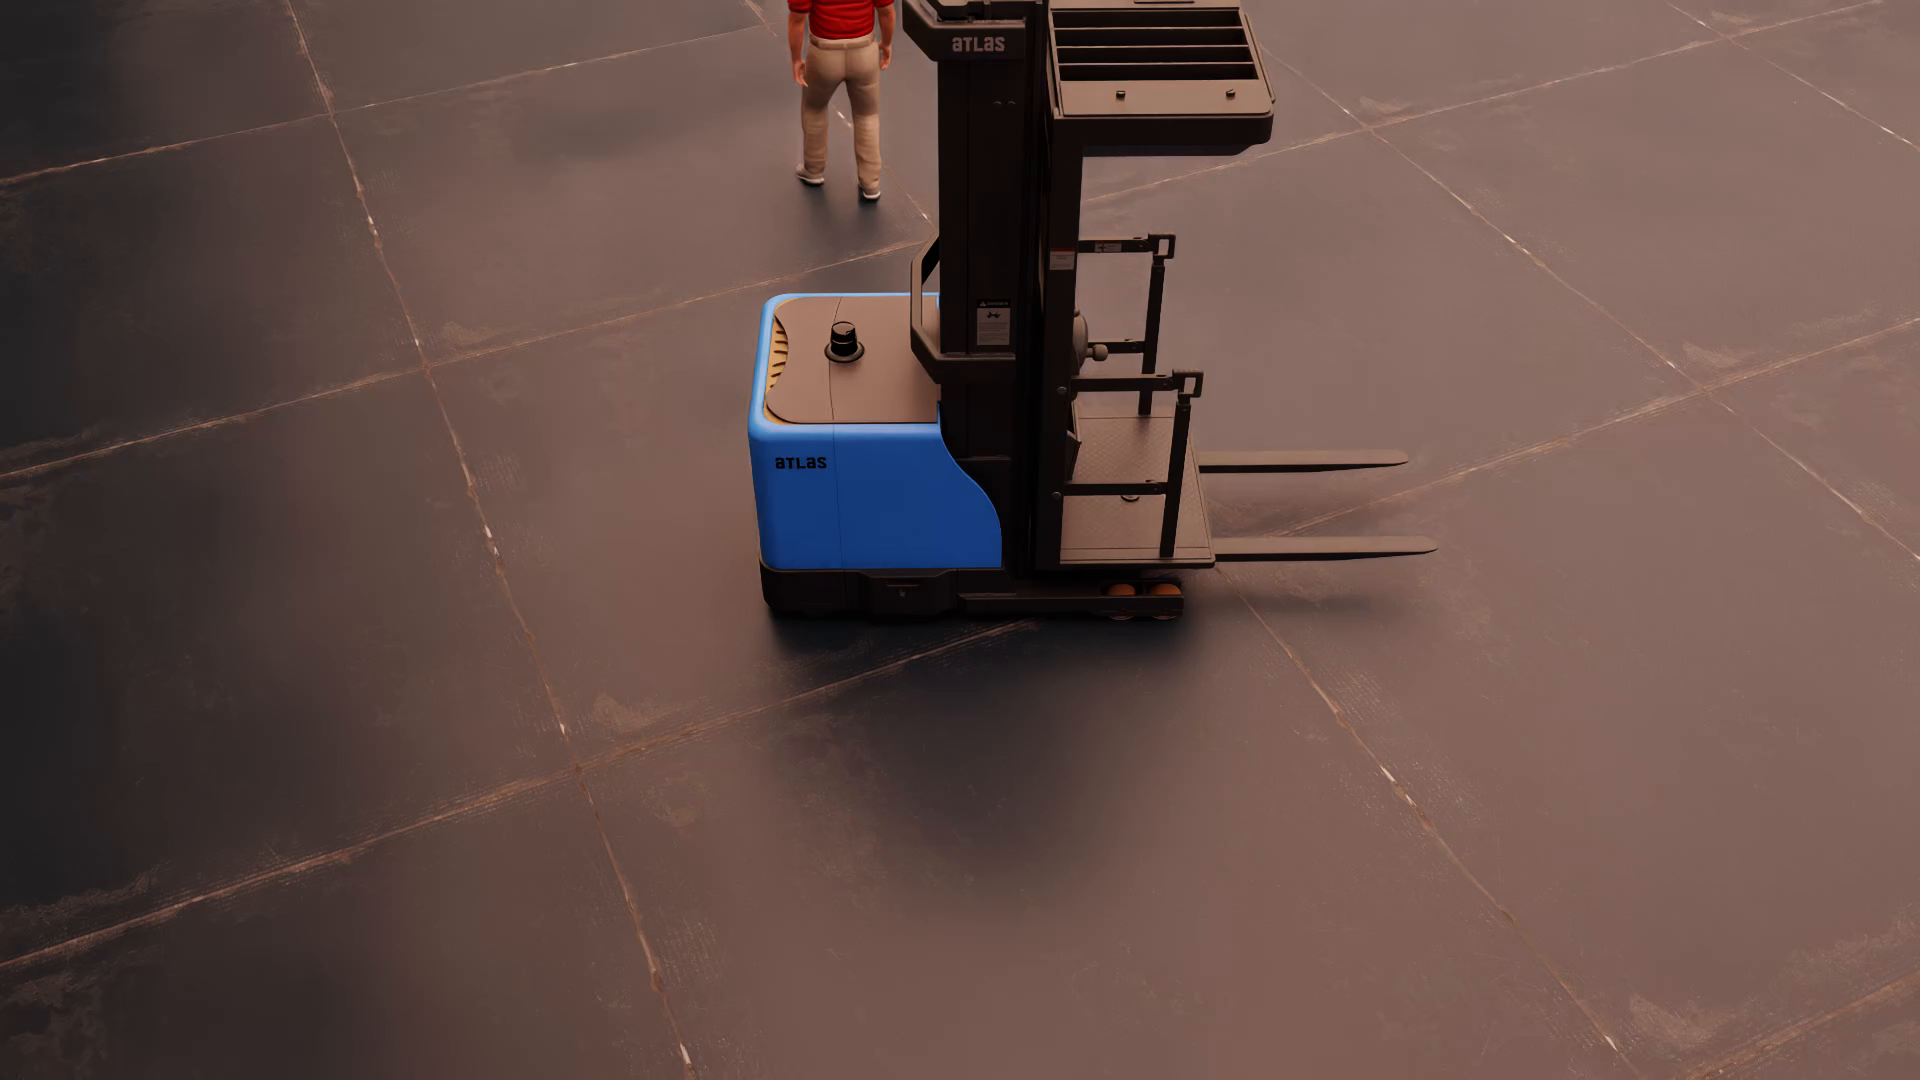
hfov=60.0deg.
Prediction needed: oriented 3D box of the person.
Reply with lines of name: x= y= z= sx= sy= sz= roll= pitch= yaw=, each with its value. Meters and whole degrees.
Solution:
person: x=-0.687 y=-2.809 z=9.611 sx=0.622 sy=1.759 sz=0.521 roll=-7 pitch=43 yaw=-7

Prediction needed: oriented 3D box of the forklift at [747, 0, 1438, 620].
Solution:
forklift: x=0.624 y=-1.078 z=6.835 sx=3.031 sy=2.935 sz=1.130 roll=-1 pitch=43 yaw=-1
